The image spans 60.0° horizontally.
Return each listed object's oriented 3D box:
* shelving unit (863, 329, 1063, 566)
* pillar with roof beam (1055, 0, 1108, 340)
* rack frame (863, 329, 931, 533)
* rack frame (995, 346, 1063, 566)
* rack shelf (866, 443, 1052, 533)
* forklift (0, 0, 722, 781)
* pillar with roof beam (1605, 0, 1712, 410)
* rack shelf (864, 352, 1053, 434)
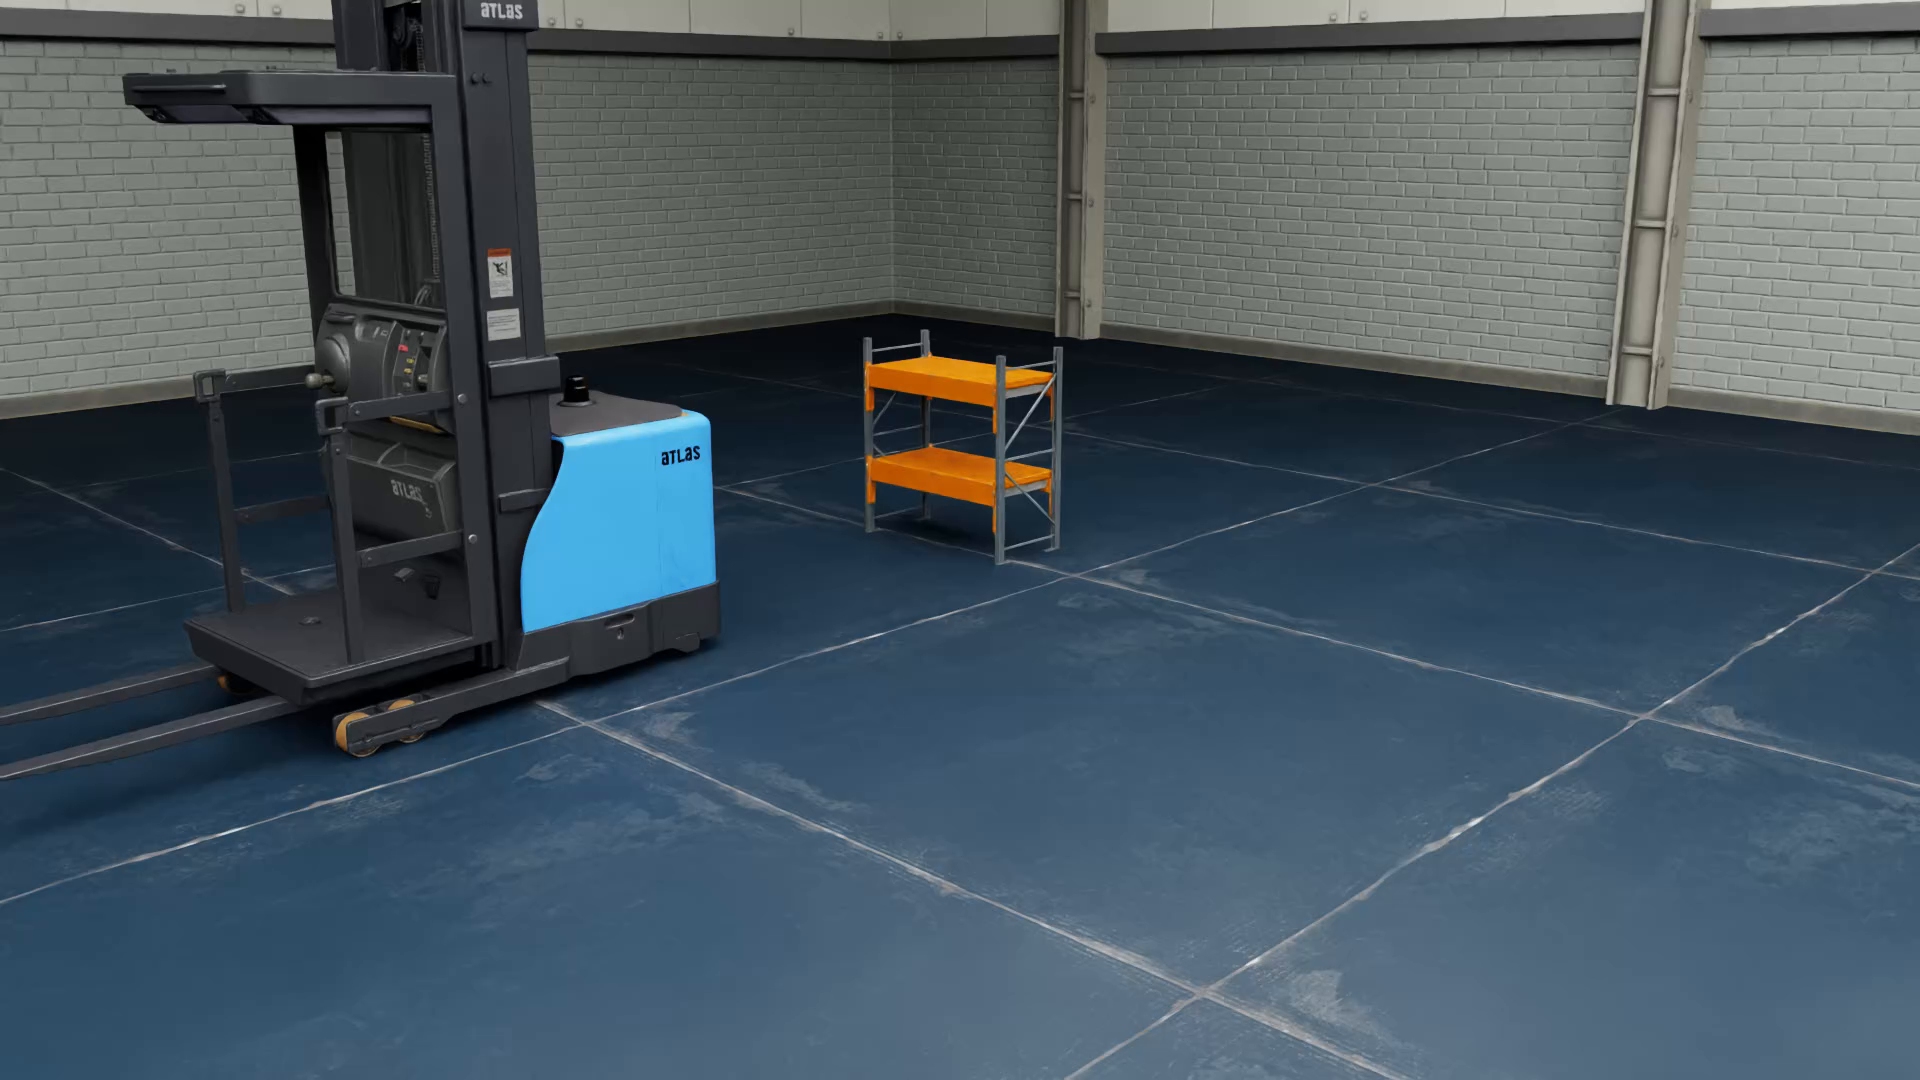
[{"bbox_3d":[0.005,-0.543,9.286,1.048,1.125,0.538,14,20,42],"label":"shelving unit"},{"bbox_3d":[-1.728,-5.739,13.611,0.400,9.000,9.100,14,20,42],"label":"pillar with roof beam"},{"bbox_3d":[-0.361,-0.632,9.627,0.032,1.125,0.500,14,20,42],"label":"rack frame"},{"bbox_3d":[0.371,-0.454,8.944,0.032,1.125,0.500,14,20,42],"label":"rack frame"},{"bbox_3d":[0.005,-0.307,9.347,1.000,0.278,0.538,14,20,42],"label":"rack shelf"},{"bbox_3d":[-2.449,-0.743,6.469,1.130,2.935,3.031,13,19,41],"label":"forklift"},{"bbox_3d":[2.591,-4.689,9.581,0.400,9.000,9.100,14,20,42],"label":"pillar with roof beam"},{"bbox_3d":[0.005,-0.826,9.212,1.000,0.278,0.538,14,20,42],"label":"rack shelf"}]
